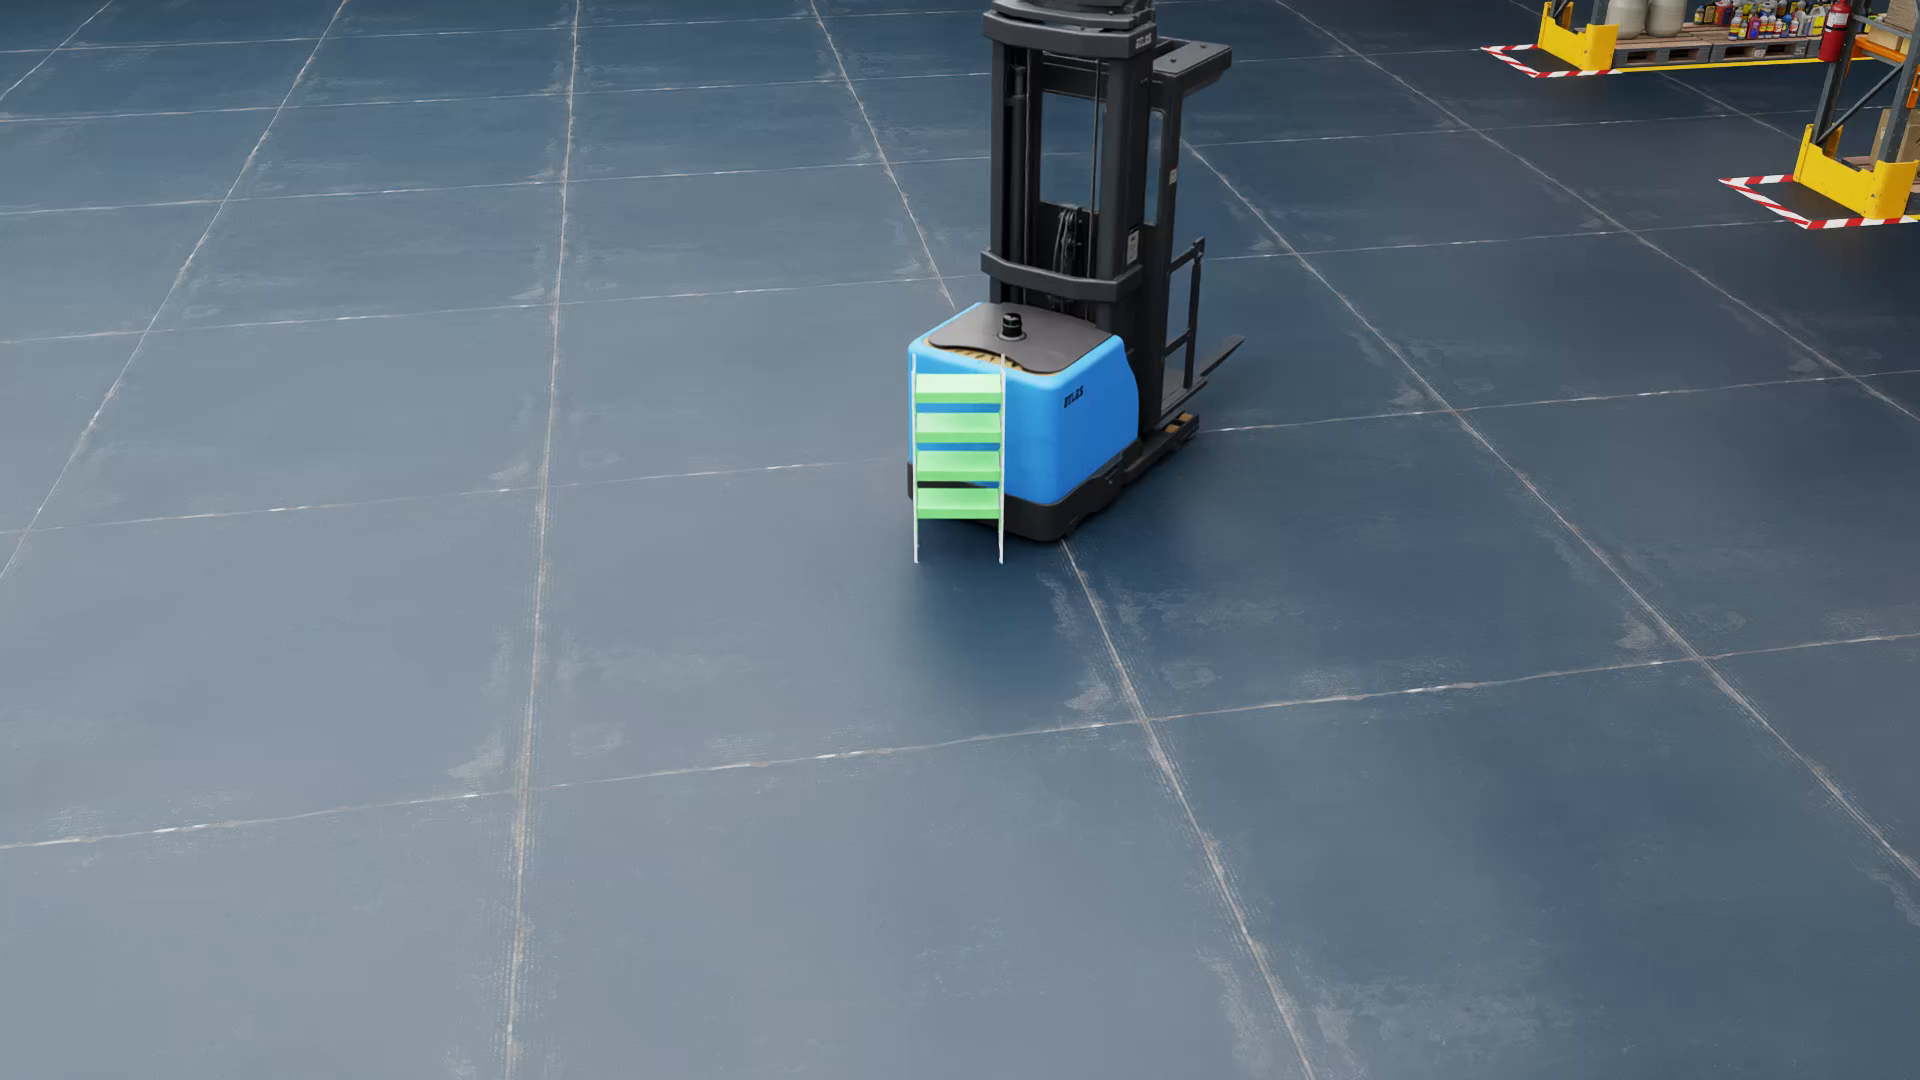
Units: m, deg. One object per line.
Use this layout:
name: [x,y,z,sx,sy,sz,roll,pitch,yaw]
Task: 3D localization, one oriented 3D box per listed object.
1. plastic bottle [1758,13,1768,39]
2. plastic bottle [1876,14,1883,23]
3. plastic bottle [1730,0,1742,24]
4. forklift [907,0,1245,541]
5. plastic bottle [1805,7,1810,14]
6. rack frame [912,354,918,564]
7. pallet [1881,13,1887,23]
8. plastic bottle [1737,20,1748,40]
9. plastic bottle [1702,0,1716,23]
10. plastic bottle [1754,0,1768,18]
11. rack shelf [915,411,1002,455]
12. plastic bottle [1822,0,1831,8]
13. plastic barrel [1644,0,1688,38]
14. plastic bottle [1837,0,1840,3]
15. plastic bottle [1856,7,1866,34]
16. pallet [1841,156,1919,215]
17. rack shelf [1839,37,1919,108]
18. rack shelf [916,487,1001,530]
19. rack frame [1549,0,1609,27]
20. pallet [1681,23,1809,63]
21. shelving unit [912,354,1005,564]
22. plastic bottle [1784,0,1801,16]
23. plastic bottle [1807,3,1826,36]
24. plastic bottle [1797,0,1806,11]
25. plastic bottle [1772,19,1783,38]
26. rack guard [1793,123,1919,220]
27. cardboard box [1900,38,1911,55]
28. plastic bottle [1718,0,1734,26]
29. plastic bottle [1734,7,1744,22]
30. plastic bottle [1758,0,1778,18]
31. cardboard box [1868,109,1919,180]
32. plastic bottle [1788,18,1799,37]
plastic bottle: [9.208,-5.904,19.090,0.097,0.271,0.097,0,30,0]
plastic bottle: [10.665,-6.009,19.337,0.097,0.201,0.097,0,30,0]
plastic bottle: [9.148,-6.273,19.712,0.135,0.276,0.152,-6,31,-10]
forklift: [0.908,-1.960,10.192,1.130,2.935,3.031,18,35,28]
plastic bottle: [9.834,-6.032,19.296,0.133,0.283,0.061,-5,31,-9]
rack frame: [-0.252,-0.443,9.319,0.015,1.200,0.240,0,30,0]
pallet: [11.731,-6.103,19.922,1.213,0.211,1.003,-5,31,-9]
plastic bottle: [8.973,-5.852,19.070,0.097,0.201,0.097,0,30,0]
plastic bottle: [8.871,-6.274,19.707,0.133,0.283,0.061,-5,31,-8]
plastic bottle: [9.493,-6.339,19.751,0.185,0.351,0.144,-6,31,-9]
rack shelf: [-0.008,-0.594,9.229,0.480,0.148,0.258,0,30,0]
plastic bottle: [10.280,-6.326,19.796,0.133,0.283,0.061,-5,31,-9]
plastic barrel: [8.158,-6.102,19.208,0.421,0.512,0.421,0,30,0]
plastic bottle: [10.574,-6.417,19.962,0.097,0.271,0.097,0,30,0]
plastic bottle: [10.384,-6.060,19.276,0.185,0.351,0.144,-6,31,-10]
pallet: [8.804,-3.241,15.054,1.213,0.211,1.003,-5,31,-9]
rack shelf: [9.891,-4.252,14.732,4.000,0.370,1.077,-5,31,-9]
rack shelf: [-0.008,-0.180,9.473,0.480,0.148,0.258,0,30,0]
rack frame: [7.031,-6.849,18.439,0.127,3.000,1.000,-5,31,-9]
pallet: [9.095,-5.859,19.506,1.213,0.211,1.003,-5,31,-9]
shelving unit: [-0.008,-0.442,9.319,0.503,1.200,0.258,0,30,0]
plastic bottle: [9.912,-6.378,19.817,0.185,0.351,0.144,-7,31,-11]
plastic bottle: [9.878,-6.013,19.196,0.185,0.351,0.144,-5,31,-9]
plastic bottle: [9.976,-6.288,19.742,0.097,0.271,0.097,0,30,0]
plastic bottle: [9.404,-5.892,19.138,0.097,0.201,0.097,0,30,0]
rack guard: [7.998,-3.309,14.885,0.348,0.500,1.175,-5,31,-9]
cardboard box: [8.247,-4.179,14.145,0.250,0.149,0.380,-5,31,-9]
plastic bottle: [9.032,-6.211,19.599,0.133,0.283,0.061,-5,31,-9]
plastic bottle: [9.189,-6.180,19.628,0.097,0.201,0.097,0,30,0]
plastic bottle: [9.545,-6.236,19.648,0.135,0.276,0.152,-5,31,-9]
cardboard box: [8.541,-3.532,14.849,0.500,0.500,0.500,0,30,0]
plastic bottle: [9.606,-5.911,19.170,0.097,0.201,0.097,0,30,0]
